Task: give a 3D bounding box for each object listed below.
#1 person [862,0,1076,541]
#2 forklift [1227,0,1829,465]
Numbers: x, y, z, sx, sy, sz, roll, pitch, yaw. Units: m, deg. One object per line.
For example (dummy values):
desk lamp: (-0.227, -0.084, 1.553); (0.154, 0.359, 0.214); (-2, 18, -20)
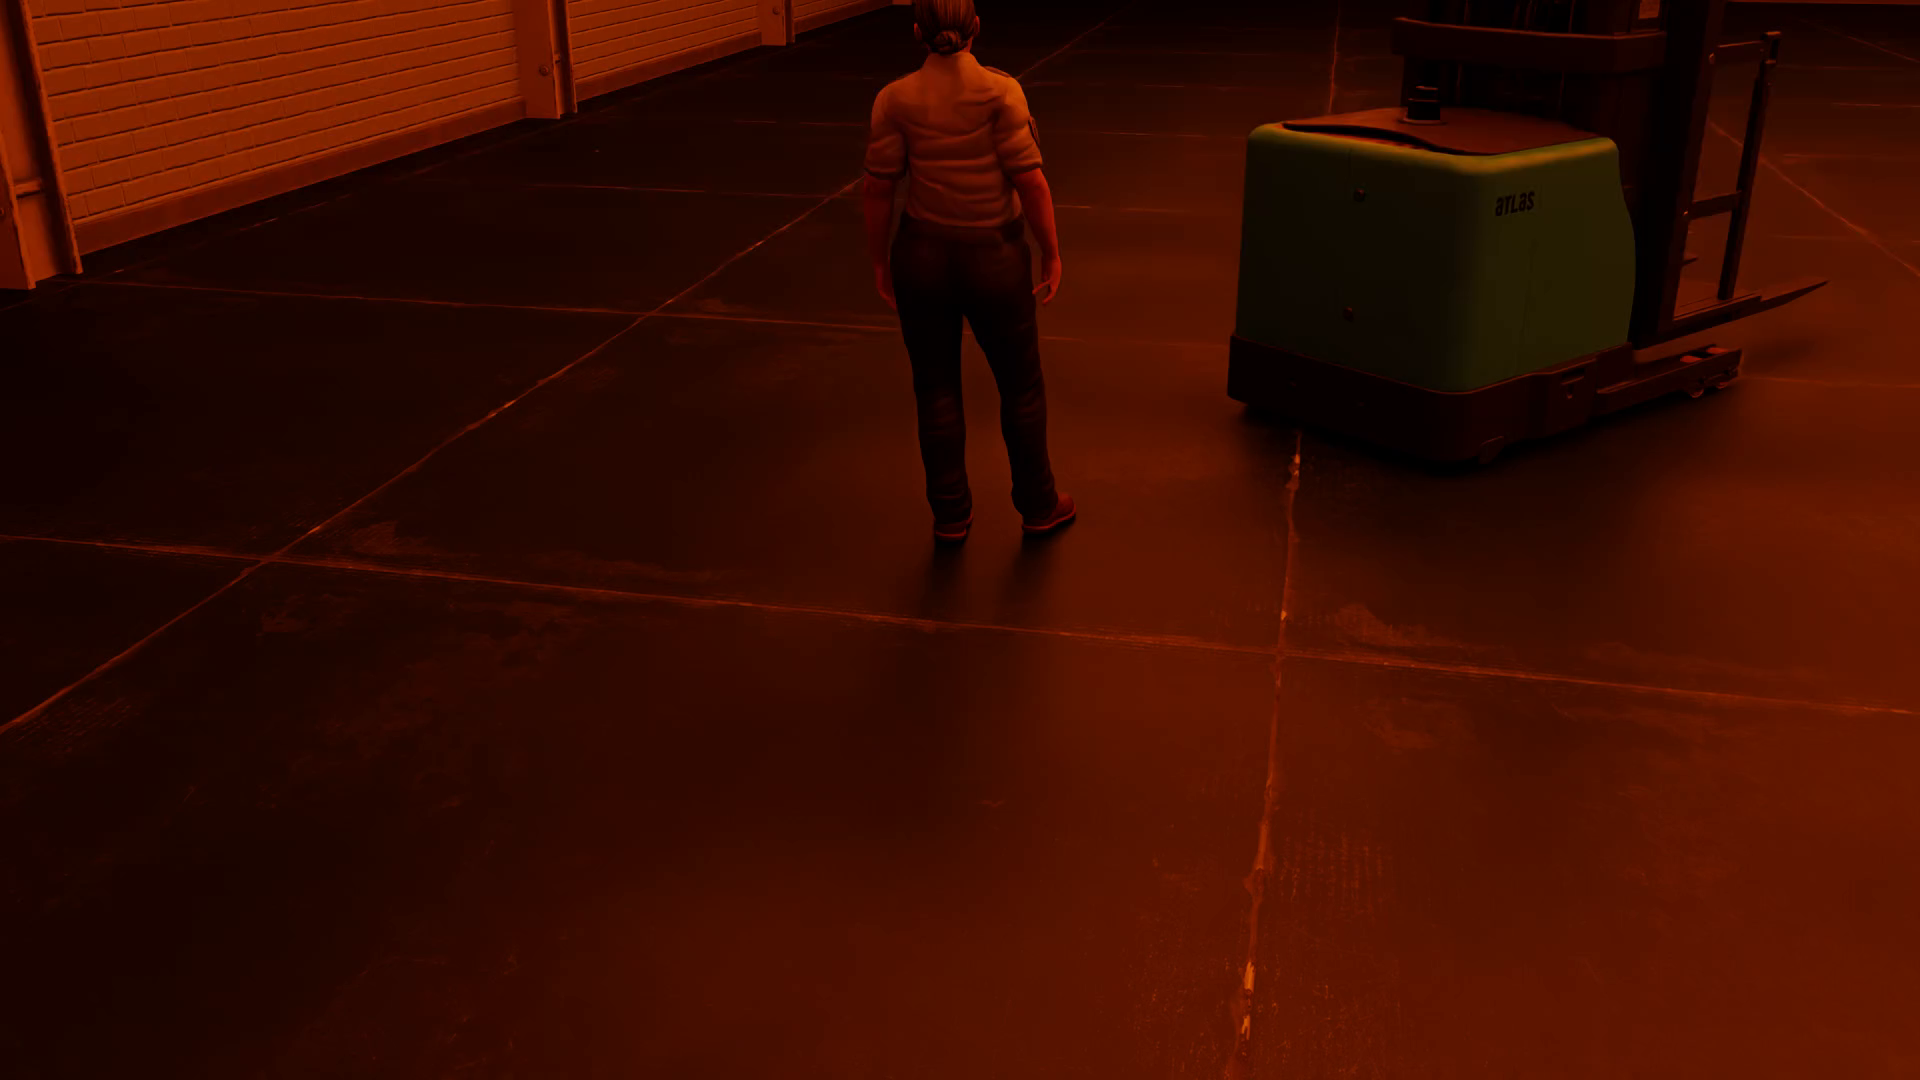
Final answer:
person: (0.042, -0.802, 4.911); (0.598, 1.651, 0.503); (5, 23, 11)
forklift: (2.479, -2.050, 6.295); (3.031, 2.935, 1.130); (-17, 28, -35)
